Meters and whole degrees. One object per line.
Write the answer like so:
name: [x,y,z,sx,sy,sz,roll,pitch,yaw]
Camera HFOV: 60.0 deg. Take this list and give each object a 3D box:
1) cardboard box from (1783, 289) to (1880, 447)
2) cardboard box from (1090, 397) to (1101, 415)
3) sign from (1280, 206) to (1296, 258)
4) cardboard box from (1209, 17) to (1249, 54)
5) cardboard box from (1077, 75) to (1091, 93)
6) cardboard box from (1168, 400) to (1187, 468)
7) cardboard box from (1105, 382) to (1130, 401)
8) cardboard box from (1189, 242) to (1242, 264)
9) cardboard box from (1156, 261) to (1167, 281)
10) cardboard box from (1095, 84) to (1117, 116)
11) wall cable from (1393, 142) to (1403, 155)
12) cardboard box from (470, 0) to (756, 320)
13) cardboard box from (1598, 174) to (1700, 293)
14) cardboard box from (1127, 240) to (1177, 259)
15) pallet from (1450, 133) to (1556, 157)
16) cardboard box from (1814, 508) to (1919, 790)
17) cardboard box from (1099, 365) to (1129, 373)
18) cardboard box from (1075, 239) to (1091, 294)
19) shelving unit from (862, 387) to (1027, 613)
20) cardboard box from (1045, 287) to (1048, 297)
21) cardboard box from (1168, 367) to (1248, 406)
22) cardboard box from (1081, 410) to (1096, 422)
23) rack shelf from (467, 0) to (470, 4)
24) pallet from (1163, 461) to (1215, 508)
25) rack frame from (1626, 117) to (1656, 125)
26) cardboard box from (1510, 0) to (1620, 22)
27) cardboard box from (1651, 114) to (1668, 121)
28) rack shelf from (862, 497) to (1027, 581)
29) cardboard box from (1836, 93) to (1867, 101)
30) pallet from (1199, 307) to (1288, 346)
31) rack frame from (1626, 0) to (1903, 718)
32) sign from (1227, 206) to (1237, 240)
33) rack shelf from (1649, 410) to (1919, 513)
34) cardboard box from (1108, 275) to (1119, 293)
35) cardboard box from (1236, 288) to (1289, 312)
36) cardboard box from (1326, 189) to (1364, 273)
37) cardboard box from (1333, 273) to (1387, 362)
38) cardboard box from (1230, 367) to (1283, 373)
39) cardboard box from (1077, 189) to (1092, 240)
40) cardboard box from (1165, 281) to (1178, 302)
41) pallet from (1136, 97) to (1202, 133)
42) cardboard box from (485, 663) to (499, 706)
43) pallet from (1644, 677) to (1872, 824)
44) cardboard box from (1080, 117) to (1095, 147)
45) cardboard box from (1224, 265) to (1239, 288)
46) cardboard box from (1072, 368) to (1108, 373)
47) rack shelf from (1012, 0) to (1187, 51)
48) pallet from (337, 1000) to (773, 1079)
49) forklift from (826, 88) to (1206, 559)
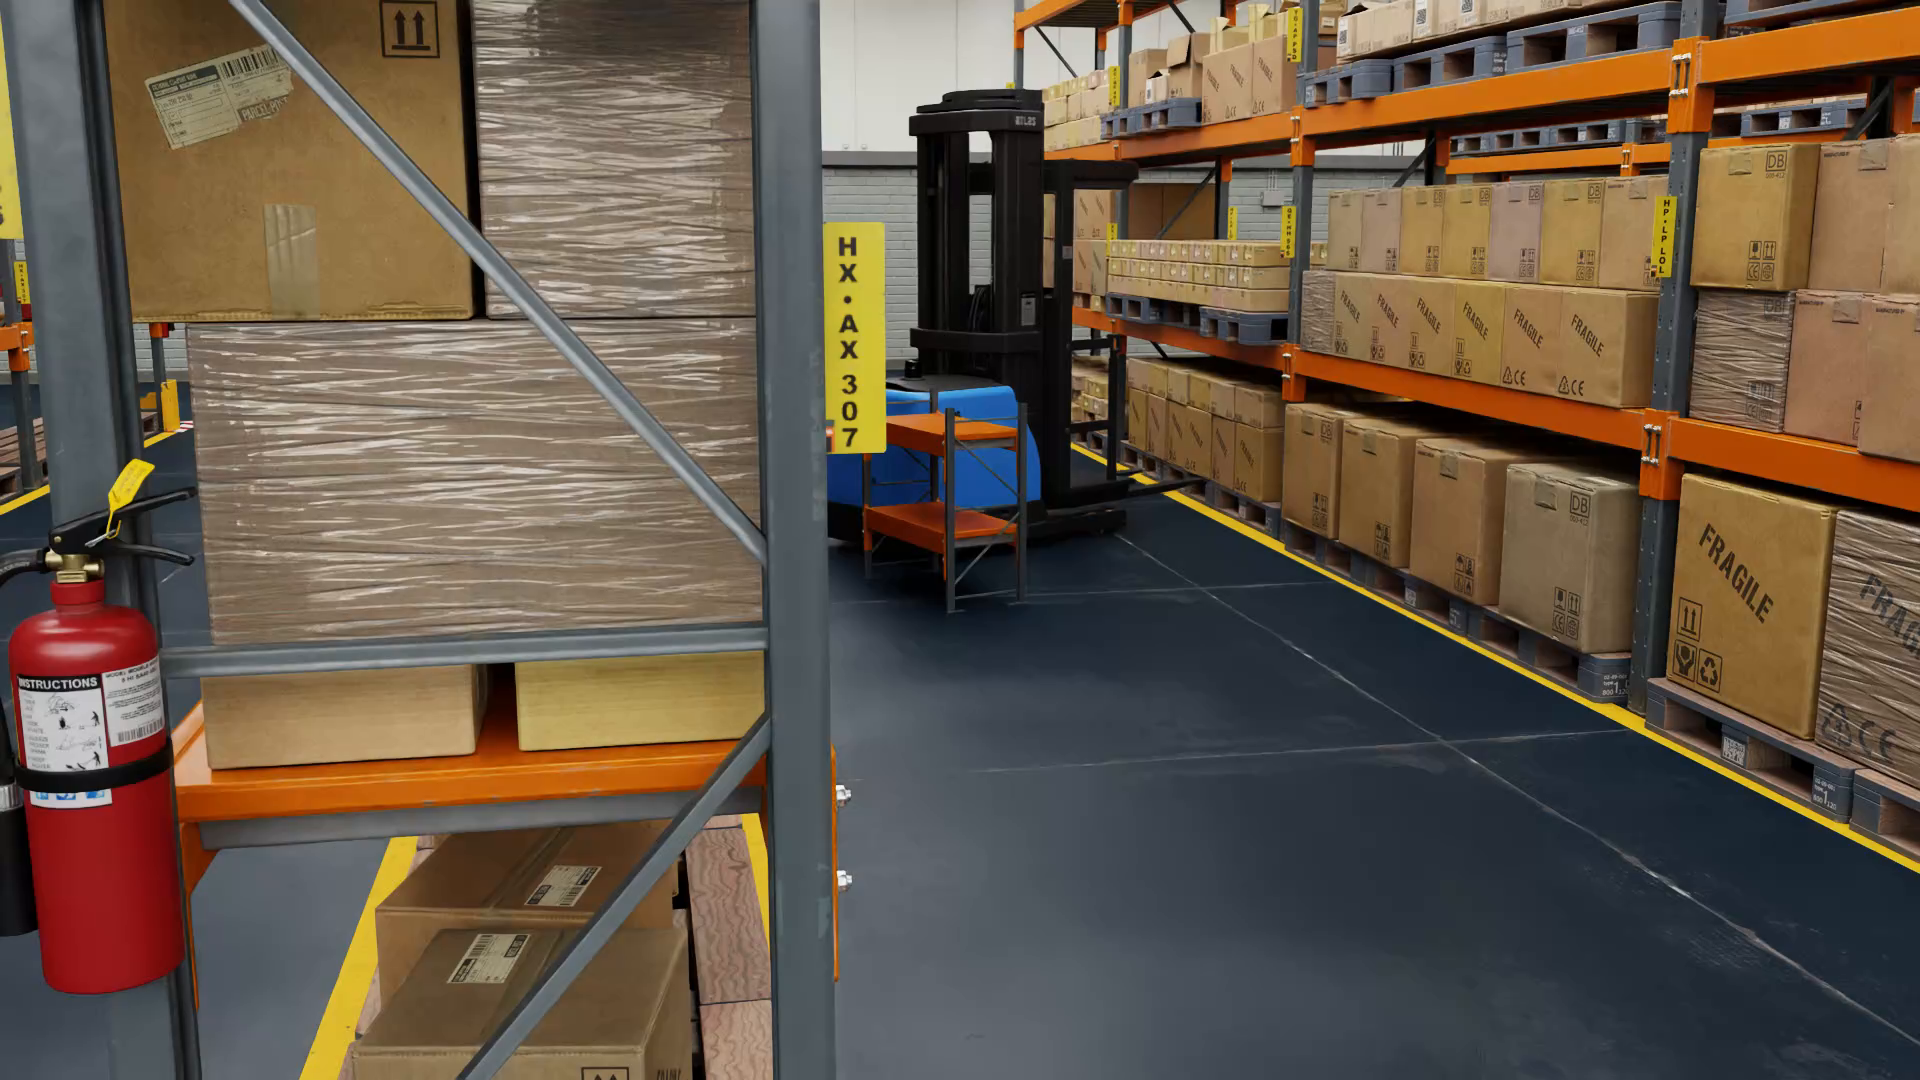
cardboard box: [3.632,-0.641,6.142,0.875,0.550,0.550,-2,11,-11]
cardboard box: [1.425,-1.249,15.444,0.380,0.149,0.250,-3,11,-14]
sign: [2.111,-1.977,10.676,0.100,0.325,0.005,-2,11,-11]
cardboard box: [2.037,-3.667,12.104,0.396,0.266,0.258,-2,11,-11]
cardboard box: [1.324,-4.282,15.646,0.380,0.149,0.250,-3,11,-13]
cardboard box: [1.967,-0.843,13.164,0.500,0.500,0.500,-2,11,-10]
cardboard box: [1.539,-1.356,15.209,0.380,0.149,0.250,-2,11,-9]
cardboard box: [1.902,-2.104,12.188,0.380,0.149,0.250,-2,11,-11]
cardboard box: [1.749,-2.102,12.969,0.380,0.149,0.250,-2,11,-12]
cardboard box: [1.524,-3.923,14.827,0.500,0.250,0.500,-3,11,-14]
wall cable: [8.017,-7.254,25.141,2.988,3.039,0.133,-2,11,-11]
cardboard box: [-0.527,-0.637,2.782,0.500,0.500,0.500,-2,11,-11]
cardboard box: [3.317,-1.366,7.410,0.700,0.500,0.500,-2,11,-12]
cardboard box: [1.596,-2.390,13.690,0.380,0.149,0.250,-2,11,-11]
pallet: [6.076,-4.429,18.656,1.003,0.211,1.213,-2,11,-11]
cardboard box: [3.652,0.386,5.707,0.875,0.875,0.875,-2,11,-11]
cardboard box: [1.642,-1.705,17.045,0.380,0.149,0.250,-3,11,-13]
cardboard box: [1.392,-2.571,15.619,0.500,0.500,0.500,-2,11,-13]
shelving unit: [-0.105,-0.259,9.549,0.538,1.125,1.048,-6,12,-29]
cardboard box: [1.102,-2.602,17.517,0.380,0.149,0.250,-2,11,-8]
cardboard box: [1.949,-1.212,13.101,0.500,0.250,0.500,-2,11,-9]
cardboard box: [1.370,-1.164,15.793,0.380,0.149,0.250,-2,11,-13]
rack shelf: [-1.077,-1.326,4.044,1.077,0.370,4.000,-2,11,-11]
pallet: [2.257,-0.465,13.077,1.003,0.211,1.213,-2,11,-11]
rack frame: [6.699,-5.348,15.226,1.000,3.000,0.127,-2,11,-11]
cardboard box: [2.963,-2.609,7.868,0.500,0.250,0.500,-2,11,-11]
cardboard box: [6.453,-3.910,14.931,0.396,0.266,0.258,-2,11,-12]
rack shelf: [-0.105,-0.019,9.595,0.538,0.278,1.000,-6,12,-29]
cardboard box: [7.098,-3.571,12.521,0.700,0.500,0.500,-3,11,-14]
pallet: [2.398,-1.501,11.574,1.213,0.211,1.003,-2,11,-11]
rack frame: [3.419,-0.735,7.035,1.000,3.000,0.127,-2,11,-11]
sign: [2.407,-2.792,14.745,0.100,0.325,0.005,-2,11,-11]
rack shelf: [3.808,-0.015,5.175,1.077,0.370,4.000,-2,11,-11]
cardboard box: [1.489,-2.196,14.261,0.380,0.149,0.250,-3,11,-14]
cardboard box: [2.094,-1.625,11.261,0.380,0.149,0.250,-2,11,-10]
cardboard box: [2.719,-1.926,10.352,0.700,0.500,0.500,-2,11,-11]
cardboard box: [2.565,-1.332,9.907,0.500,0.500,0.500,-2,11,-12]
cardboard box: [2.460,-1.230,13.194,0.500,0.250,0.500,-3,11,-14]
cardboard box: [1.401,-3.060,15.512,0.500,0.500,0.500,-2,11,-13]
cardboard box: [1.794,-1.910,12.760,0.380,0.149,0.250,-3,11,-14]
pallet: [2.084,-3.276,12.867,1.213,0.211,1.003,-2,11,-11]
cardboard box: [-0.994,0.193,2.830,0.380,0.149,0.250,-2,11,-11]
pallet: [3.490,0.777,6.548,1.003,0.211,1.213,-2,11,-11]
cardboard box: [1.417,-3.774,15.382,0.500,0.250,0.500,-2,11,-11]
cardboard box: [2.045,-1.820,11.492,0.380,0.149,0.250,-2,11,-9]
cardboard box: [1.272,-1.642,16.712,0.380,0.149,0.250,-2,11,-11]
rack shelf: [1.474,-5.161,16.178,1.077,0.370,4.000,-2,11,-11]
pallet: [-0.826,1.366,3.454,1.003,0.211,1.213,-2,11,-11]
forklift: [0.510,-1.528,11.386,3.031,2.935,1.130,-10,15,-42]
